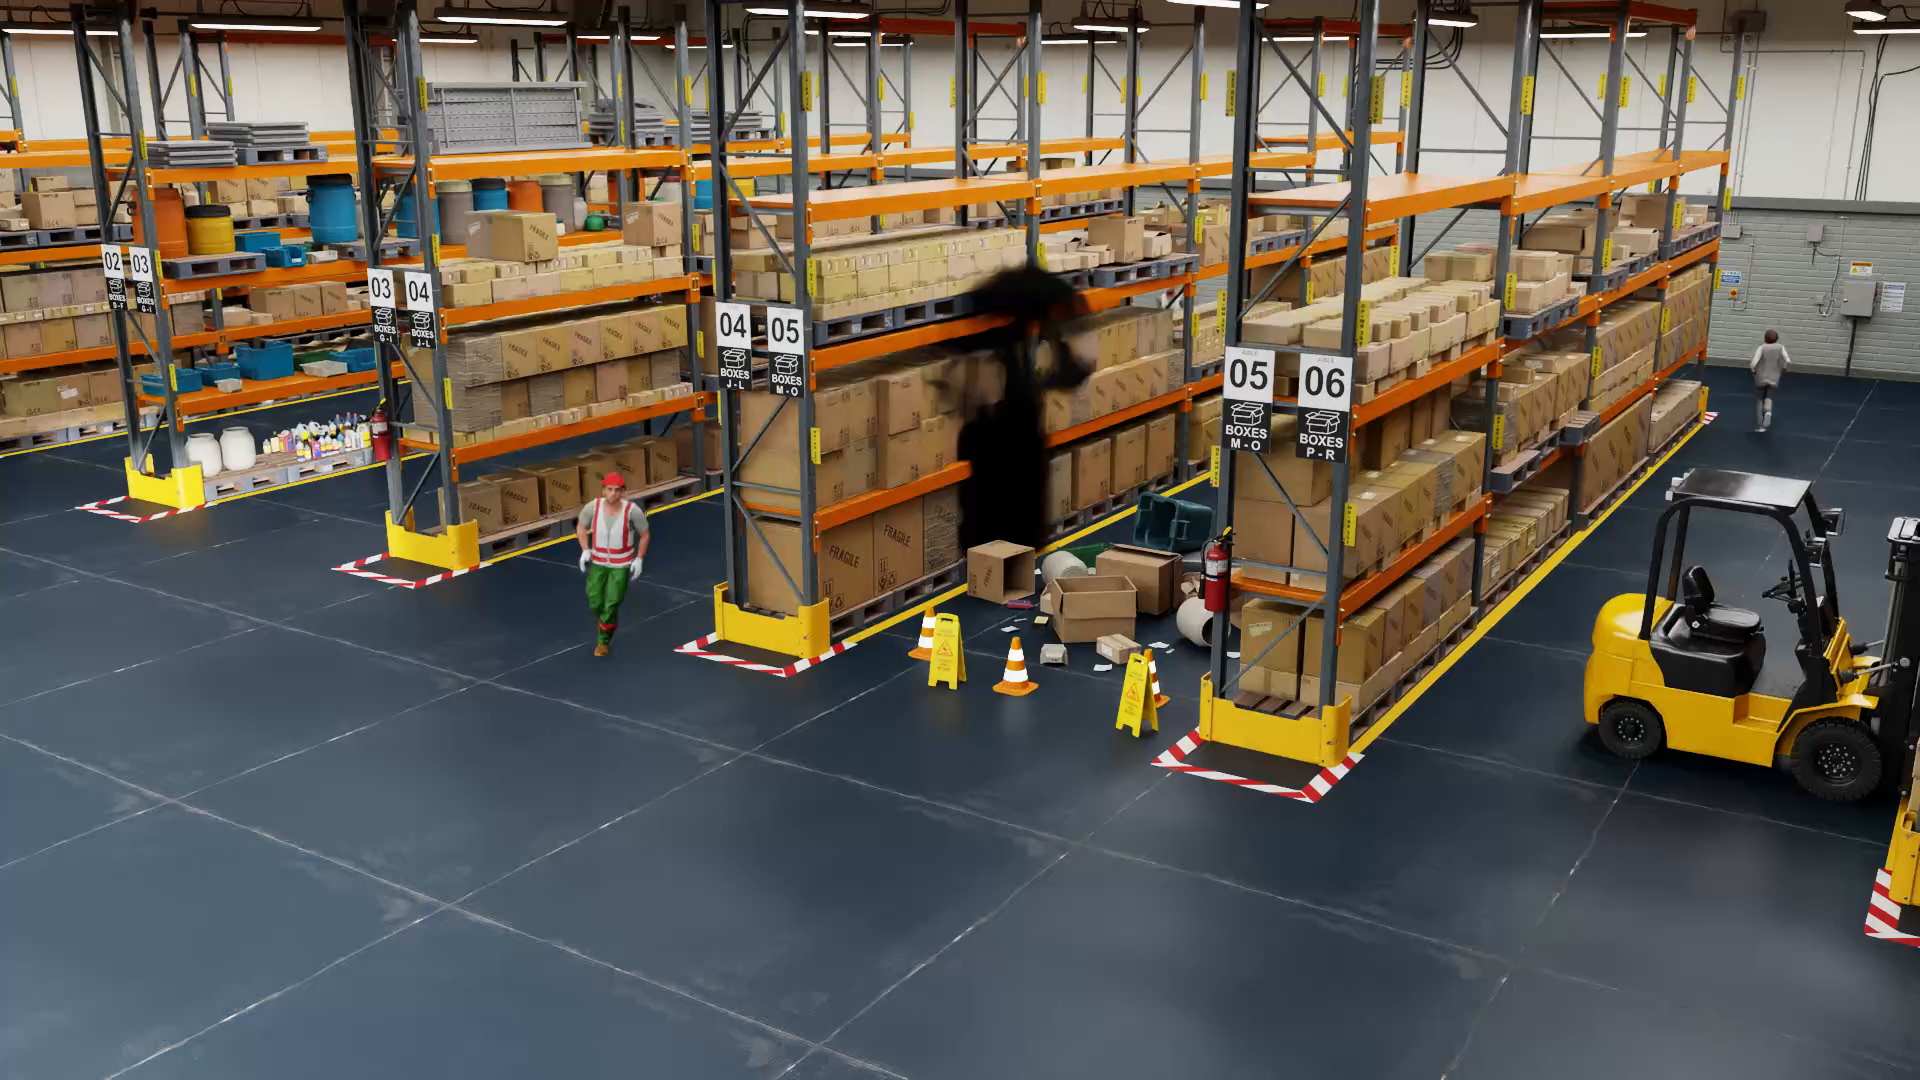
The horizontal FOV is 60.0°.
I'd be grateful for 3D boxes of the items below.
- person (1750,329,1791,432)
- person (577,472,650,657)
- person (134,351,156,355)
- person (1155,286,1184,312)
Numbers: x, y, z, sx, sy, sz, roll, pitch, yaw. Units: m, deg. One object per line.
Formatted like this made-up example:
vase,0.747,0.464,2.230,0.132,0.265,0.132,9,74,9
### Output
person,12.093,-2.373,24.909,0.538,1.548,0.466,3,16,11
person,-3.160,0.190,15.250,0.667,1.728,0.571,1,16,2
person,-13.512,-3.185,27.843,0.641,1.612,0.976,9,18,29
person,3.768,-3.778,29.555,0.674,1.763,0.787,5,16,17
